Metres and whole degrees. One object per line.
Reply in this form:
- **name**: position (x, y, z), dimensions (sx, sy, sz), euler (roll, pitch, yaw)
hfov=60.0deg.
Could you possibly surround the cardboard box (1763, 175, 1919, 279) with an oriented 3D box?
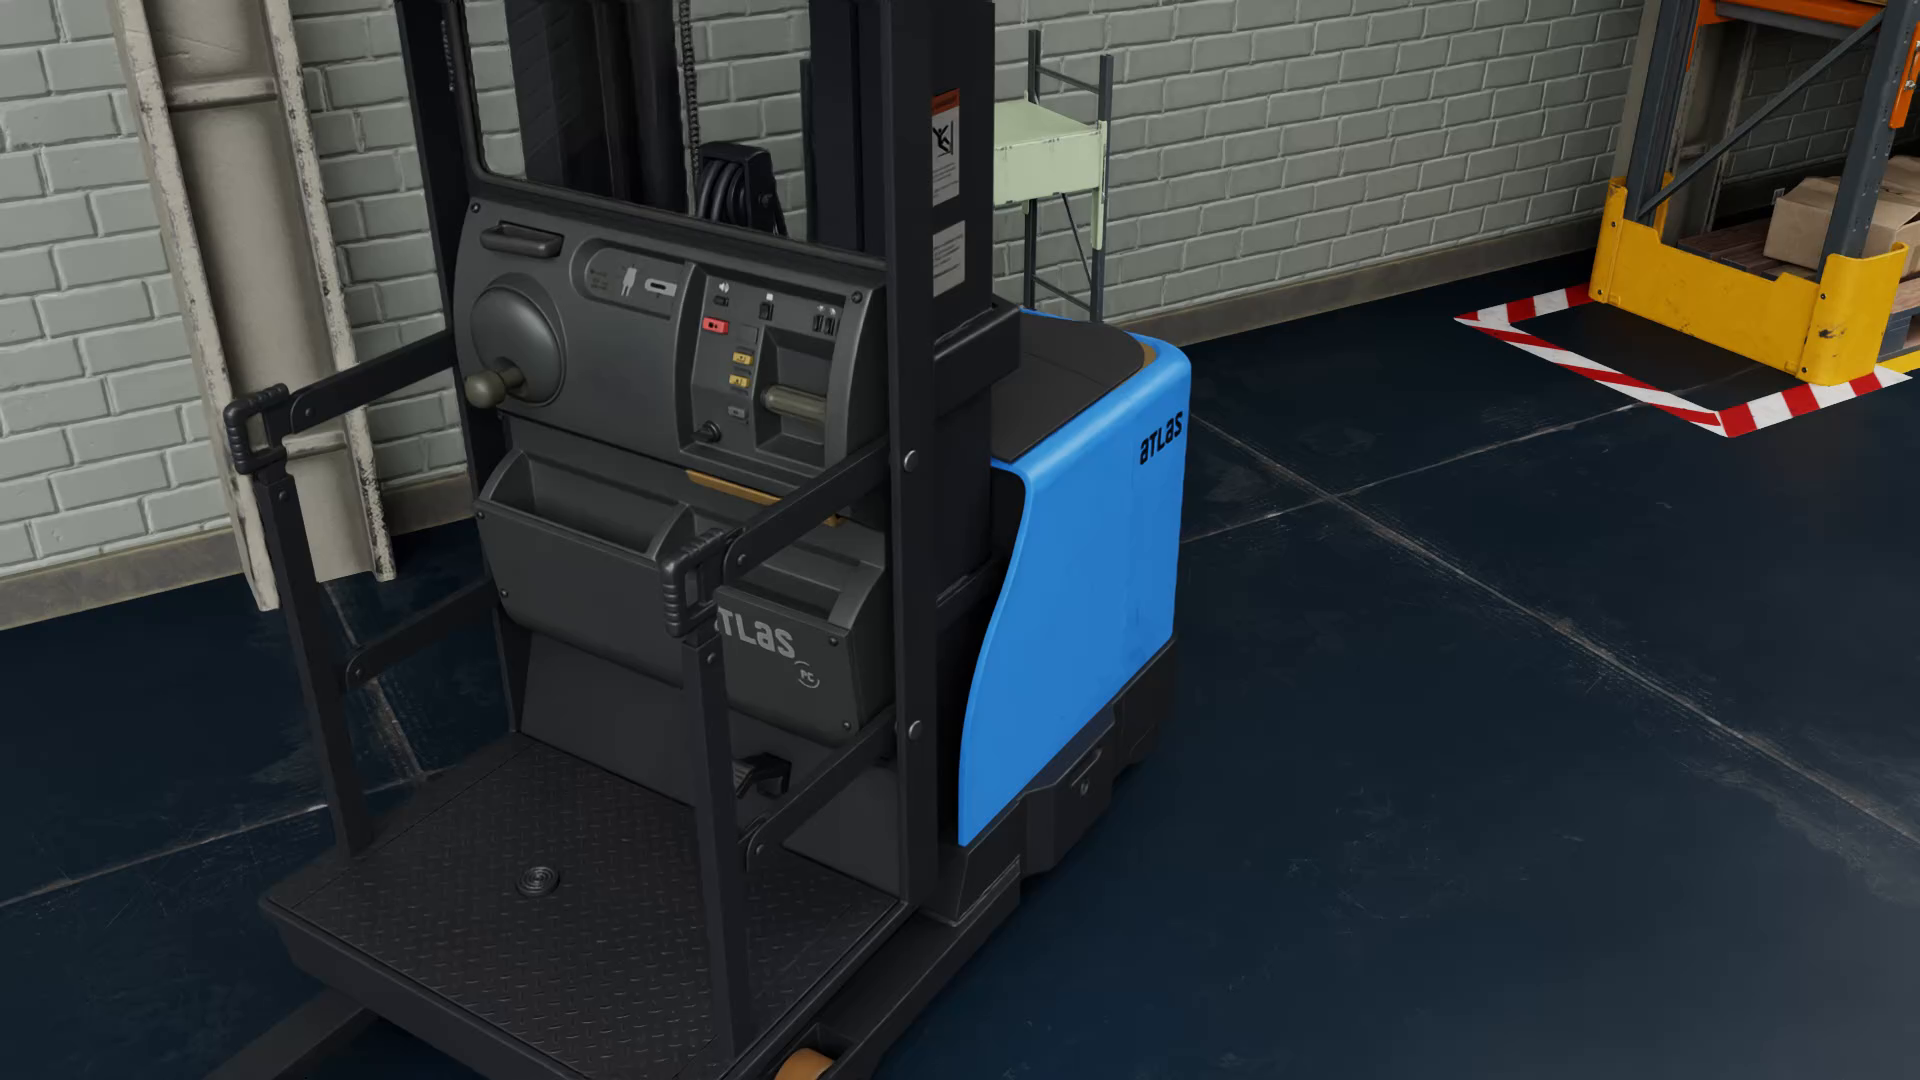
- **cardboard box**: position (3.697, -1.299, 6.827), dimensions (0.500, 0.311, 0.500), euler (-20, 35, -32)

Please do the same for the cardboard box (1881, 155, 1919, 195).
- **cardboard box**: position (4.189, -1.439, 7.080), dimensions (0.500, 0.311, 0.500), euler (-13, 31, -22)

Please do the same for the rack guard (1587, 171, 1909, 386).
- **rack guard**: position (3.121, -1.076, 6.683), dimensions (0.348, 0.500, 1.175), euler (-16, 33, -26)

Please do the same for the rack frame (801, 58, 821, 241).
- **rack frame**: position (-0.321, -0.565, 4.722), dimensions (0.023, 1.500, 0.400), euler (-16, 33, -26)

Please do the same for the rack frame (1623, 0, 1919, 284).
- **rack frame**: position (3.055, -2.152, 6.045), dimensions (0.127, 3.000, 1.000), euler (-16, 33, -26)

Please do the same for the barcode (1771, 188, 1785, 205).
- **barcode**: position (3.510, -1.474, 7.135), dimensions (0.075, 0.075, 0.001), euler (-16, 33, -26)

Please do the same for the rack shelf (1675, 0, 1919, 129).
- **rack shelf**: position (4.780, -2.327, 7.106), dimensions (4.000, 0.370, 1.077), euler (-16, 33, -26)

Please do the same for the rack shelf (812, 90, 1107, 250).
- **rack shelf**: position (-0.006, -0.997, 4.696), dimensions (0.720, 0.370, 0.431), euler (-16, 33, -26)

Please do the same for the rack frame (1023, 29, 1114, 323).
- **rack frame**: position (0.310, -0.745, 5.047), dimensions (0.023, 1.500, 0.400), euler (-16, 33, -26)

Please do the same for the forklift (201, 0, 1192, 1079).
- **forklift**: position (-0.665, -0.321, 2.799), dimensions (1.130, 2.935, 3.031), euler (17, 33, 28)

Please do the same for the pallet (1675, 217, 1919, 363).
- **pallet**: position (3.839, -1.134, 7.086), dimensions (1.213, 0.211, 1.003), euler (-16, 33, -26)

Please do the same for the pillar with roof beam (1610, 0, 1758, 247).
- **pillar with roof beam**: position (5.401, -3.517, 2.309), dimensions (0.400, 9.000, 9.100), euler (-16, 33, -26)

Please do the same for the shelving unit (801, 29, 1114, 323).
- **shelving unit**: position (-0.006, -0.655, 4.885), dimensions (0.755, 1.500, 0.431), euler (-16, 33, -26)
